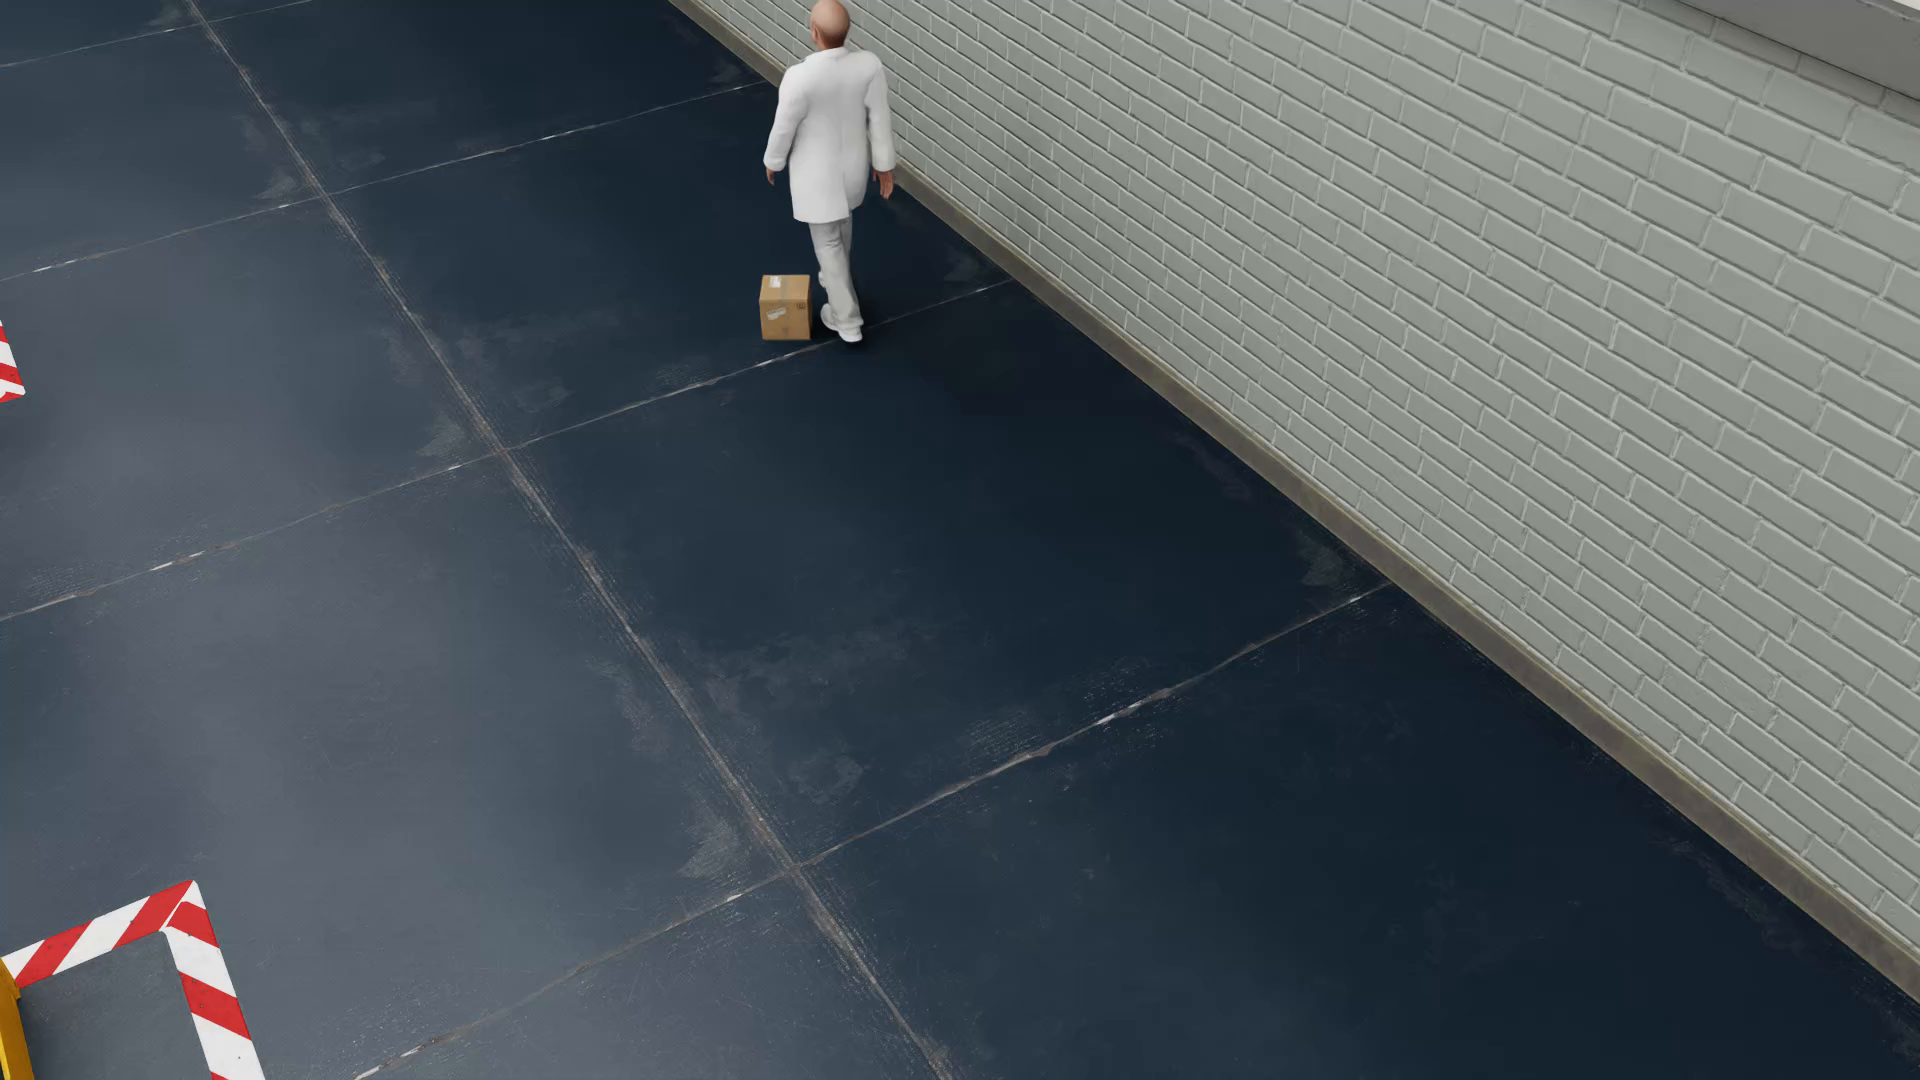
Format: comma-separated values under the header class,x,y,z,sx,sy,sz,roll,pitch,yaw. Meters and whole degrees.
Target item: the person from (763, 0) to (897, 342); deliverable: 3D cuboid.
class,x,y,z,sx,sy,sz,roll,pitch,yaw
person,-0.694,-1.897,8.415,0.604,1.812,0.783,-22,45,-24
